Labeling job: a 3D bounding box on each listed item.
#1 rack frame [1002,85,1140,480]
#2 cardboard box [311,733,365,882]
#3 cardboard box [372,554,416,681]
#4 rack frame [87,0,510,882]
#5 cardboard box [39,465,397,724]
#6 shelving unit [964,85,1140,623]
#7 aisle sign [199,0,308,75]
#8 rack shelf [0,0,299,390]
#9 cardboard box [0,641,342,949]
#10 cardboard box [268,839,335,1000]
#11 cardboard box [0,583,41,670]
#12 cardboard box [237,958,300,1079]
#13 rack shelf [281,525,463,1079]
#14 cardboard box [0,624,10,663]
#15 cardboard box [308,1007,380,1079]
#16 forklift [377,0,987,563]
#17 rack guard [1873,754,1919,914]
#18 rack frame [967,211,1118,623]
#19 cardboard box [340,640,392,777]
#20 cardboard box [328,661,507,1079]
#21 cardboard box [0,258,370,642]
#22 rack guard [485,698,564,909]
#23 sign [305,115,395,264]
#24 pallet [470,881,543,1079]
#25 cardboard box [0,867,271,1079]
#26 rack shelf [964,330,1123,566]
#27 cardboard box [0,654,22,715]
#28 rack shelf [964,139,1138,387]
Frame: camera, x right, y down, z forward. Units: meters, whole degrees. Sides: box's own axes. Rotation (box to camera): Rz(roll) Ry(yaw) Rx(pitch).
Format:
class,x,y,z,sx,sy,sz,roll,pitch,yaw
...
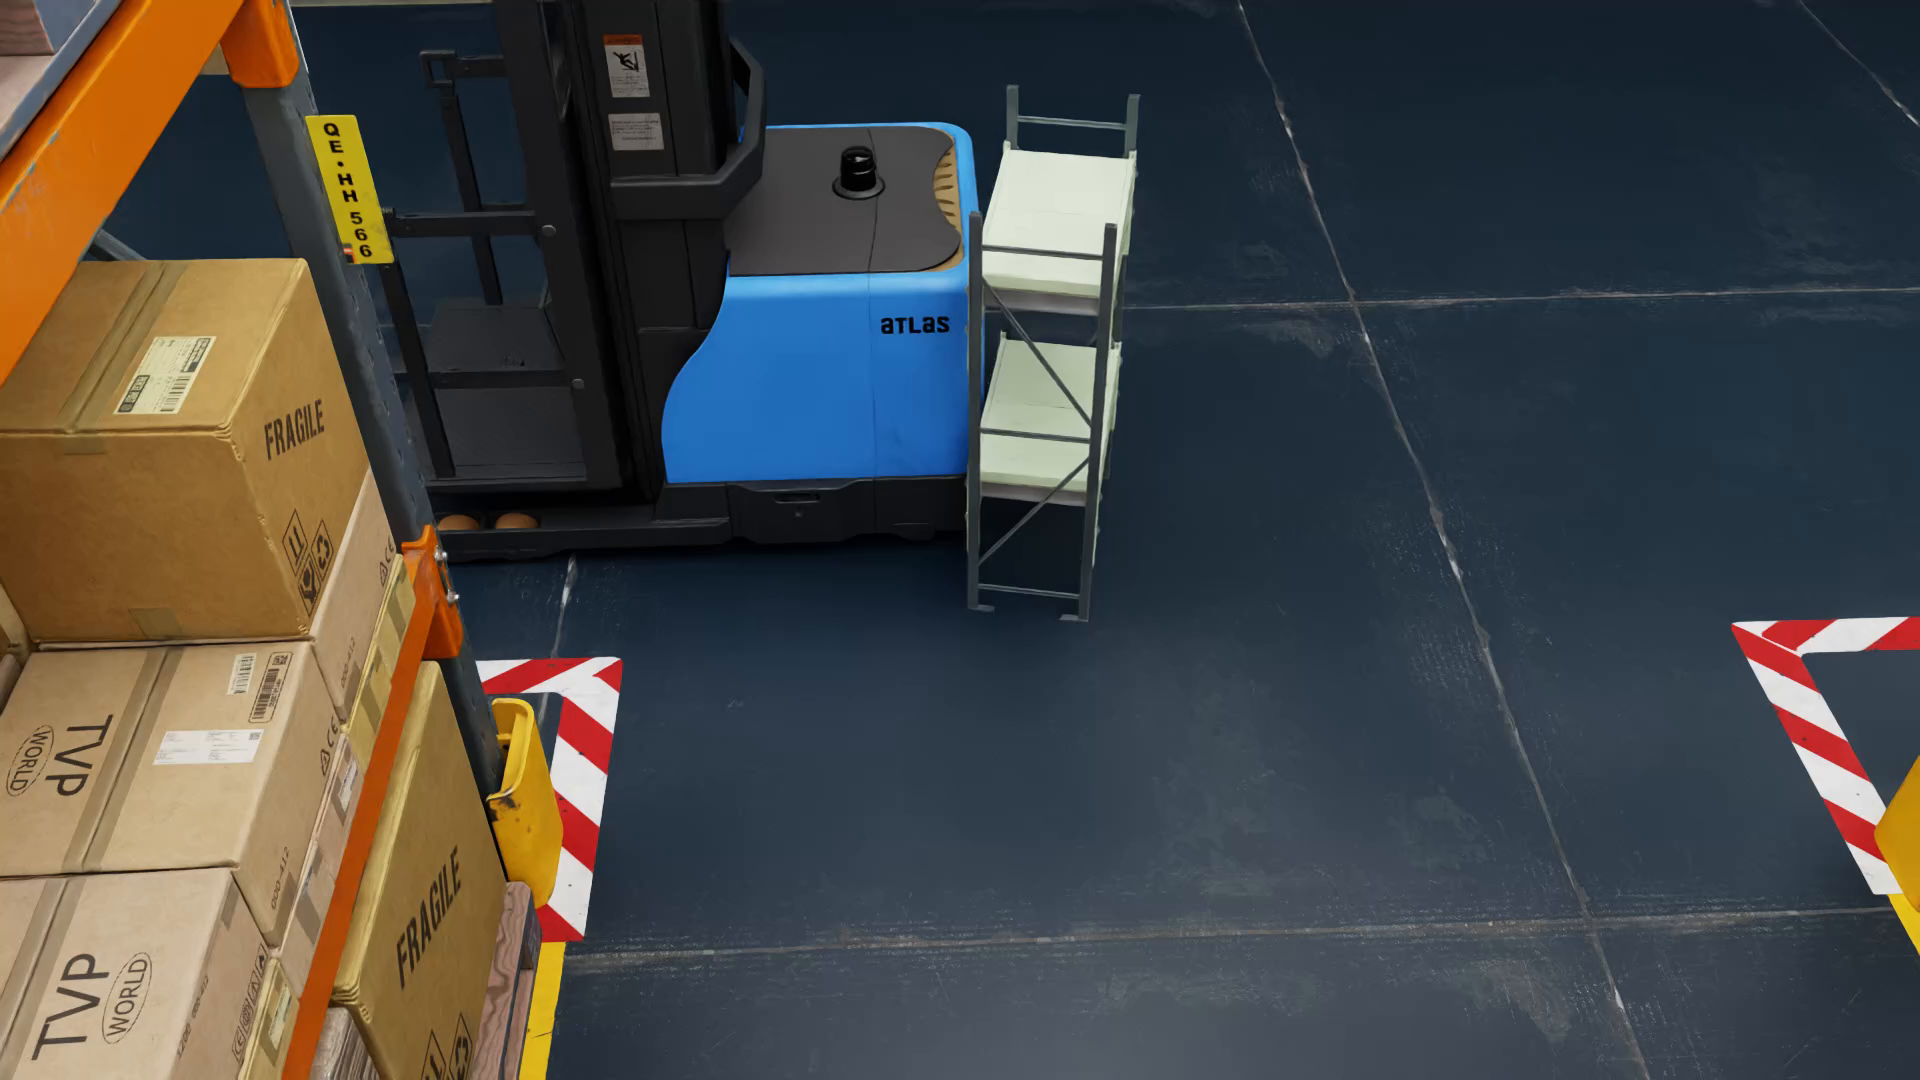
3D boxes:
class,x,y,z,sx,sy,sz,roll,pitch,yaw
rack frame,0.340,-0.797,5.510,0.400,1.500,0.023,6,43,7
cardboard box,-1.365,0.512,3.157,0.380,0.149,0.250,-2,43,-2
cardboard box,-1.387,0.166,3.534,0.380,0.149,0.250,-1,43,-1
rack frame,-1.731,-0.157,3.702,1.000,3.000,0.127,-2,43,-2
cardboard box,-1.445,0.108,3.303,0.500,0.250,0.500,-2,43,-2
shelving unit,0.282,-0.553,5.243,0.431,1.500,0.755,6,43,7
aisle sign,-1.434,-1.173,2.885,0.394,0.787,0.004,-2,43,-2
rack shelf,-1.646,0.353,1.458,1.077,0.370,4.000,-2,43,-2
cardboard box,-1.424,0.451,2.929,0.500,0.250,0.500,-2,43,-3
cardboard box,-1.355,0.681,2.973,0.380,0.149,0.250,-1,43,-1
cardboard box,-1.980,0.120,3.290,0.500,0.250,0.500,-3,43,-3
cardboard box,-1.342,0.856,2.782,0.380,0.149,0.250,-3,43,-3
rack shelf,-1.646,1.458,2.472,1.077,0.370,4.000,-2,43,-2
cardboard box,-1.959,0.181,2.668,0.500,0.500,0.500,-3,43,-3
cardboard box,-1.585,1.515,3.138,0.875,0.875,0.875,-2,43,-2
forklift,-1.441,-1.370,5.076,3.031,2.935,1.130,-2,43,-2
rack guard,3.232,0.742,4.571,1.175,0.500,0.348,-2,43,-2
rack frame,0.224,-0.309,4.977,0.400,1.500,0.023,6,43,7
cardboard box,-1.374,0.342,3.343,0.380,0.149,0.250,-1,43,-1
cardboard box,-1.624,0.901,3.809,0.875,0.875,0.875,-2,43,-2
cardboard box,-1.448,-0.167,3.048,0.500,0.500,0.500,-1,43,-1
rack guard,-1.732,0.748,4.564,1.175,0.500,0.348,-2,43,-2
sign,-1.188,-0.677,3.237,0.100,0.325,0.005,-2,43,-2
pallet,-1.619,1.408,4.057,1.003,0.211,1.213,-2,43,-2
cardboard box,-1.403,0.794,2.555,0.500,0.250,0.500,-3,43,-3
rack shelf,0.282,-0.313,5.464,0.431,0.370,0.720,6,43,7
cardboard box,-1.952,0.471,2.907,0.500,0.250,0.500,-2,43,-2
rack shelf,0.282,-0.841,4.980,0.431,0.370,0.720,6,43,7
